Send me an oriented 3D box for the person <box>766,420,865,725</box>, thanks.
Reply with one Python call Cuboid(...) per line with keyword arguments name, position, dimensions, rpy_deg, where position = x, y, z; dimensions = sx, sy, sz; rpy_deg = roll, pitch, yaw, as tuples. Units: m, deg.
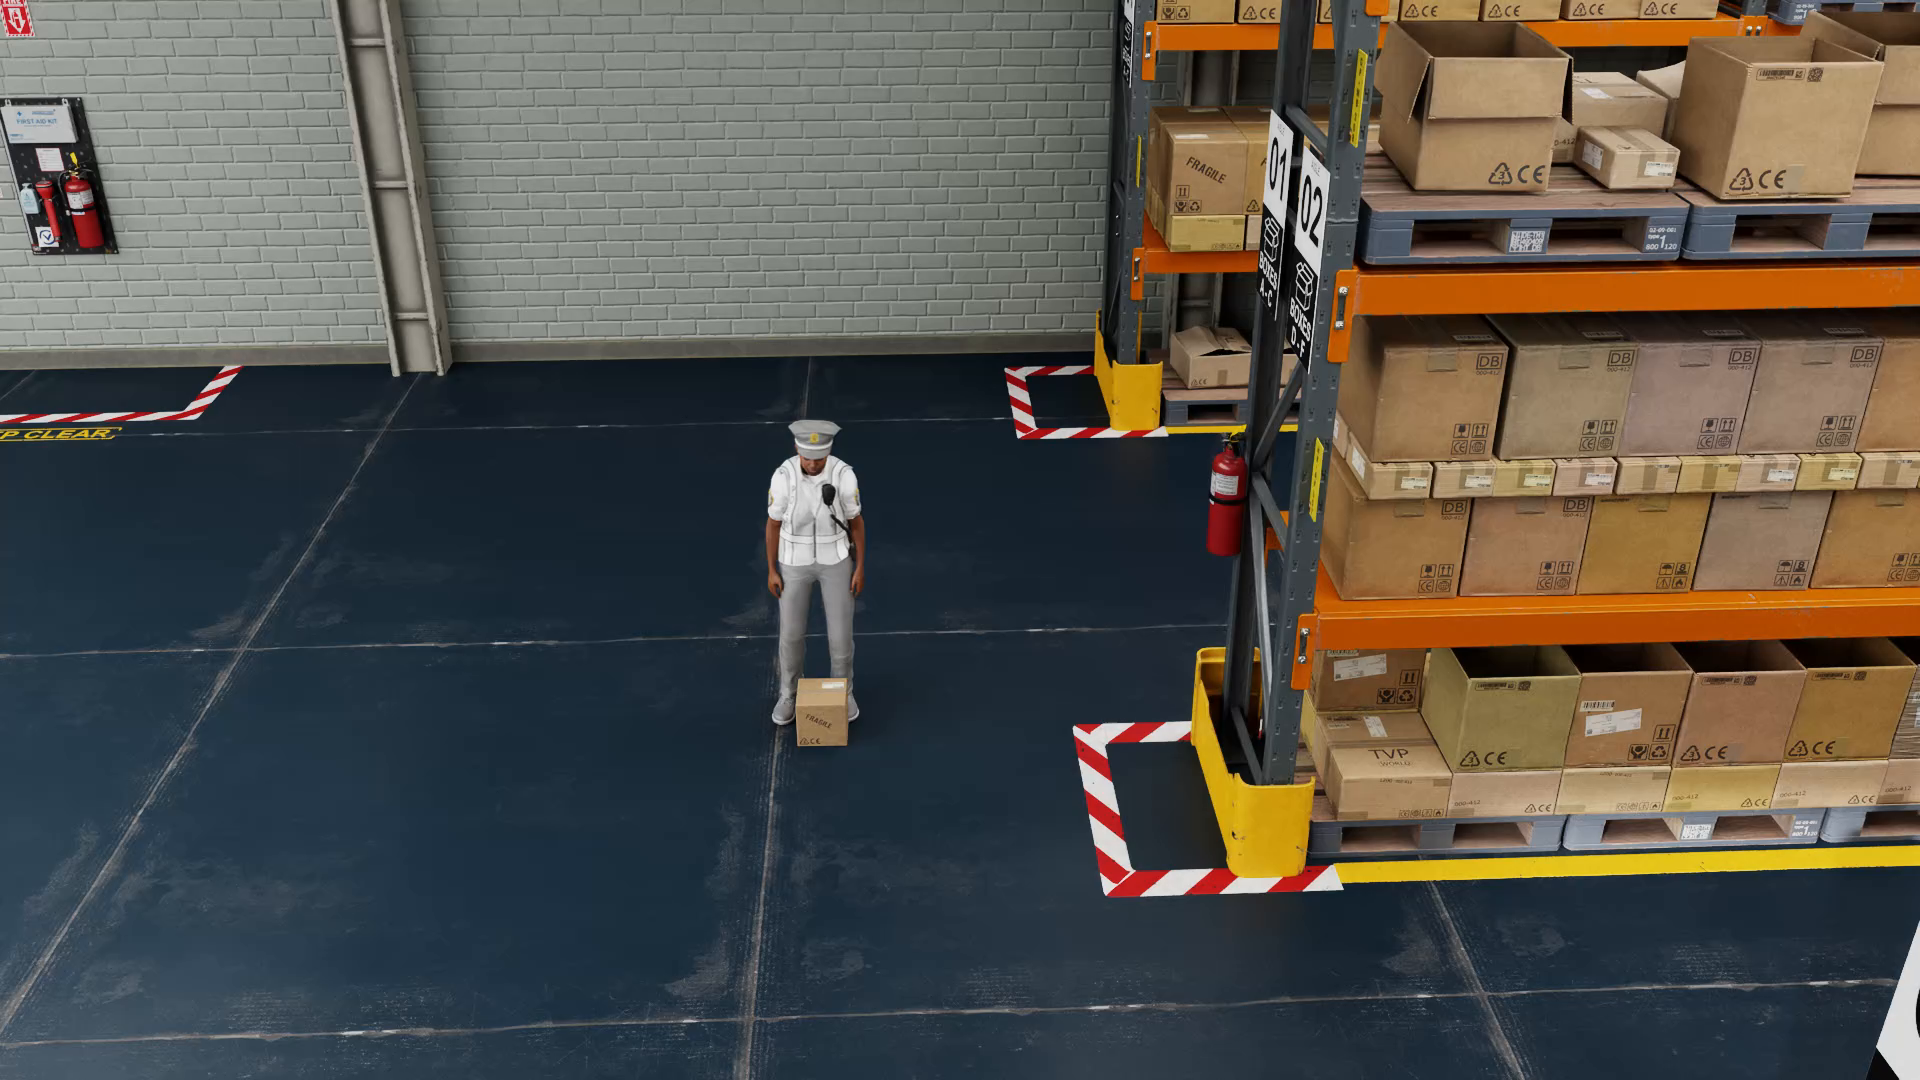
Cuboid(name="person", position=(-0.727, 0.145, 8.344), dimensions=(0.508, 1.659, 0.395), rpy_deg=(-1, 28, -3))
